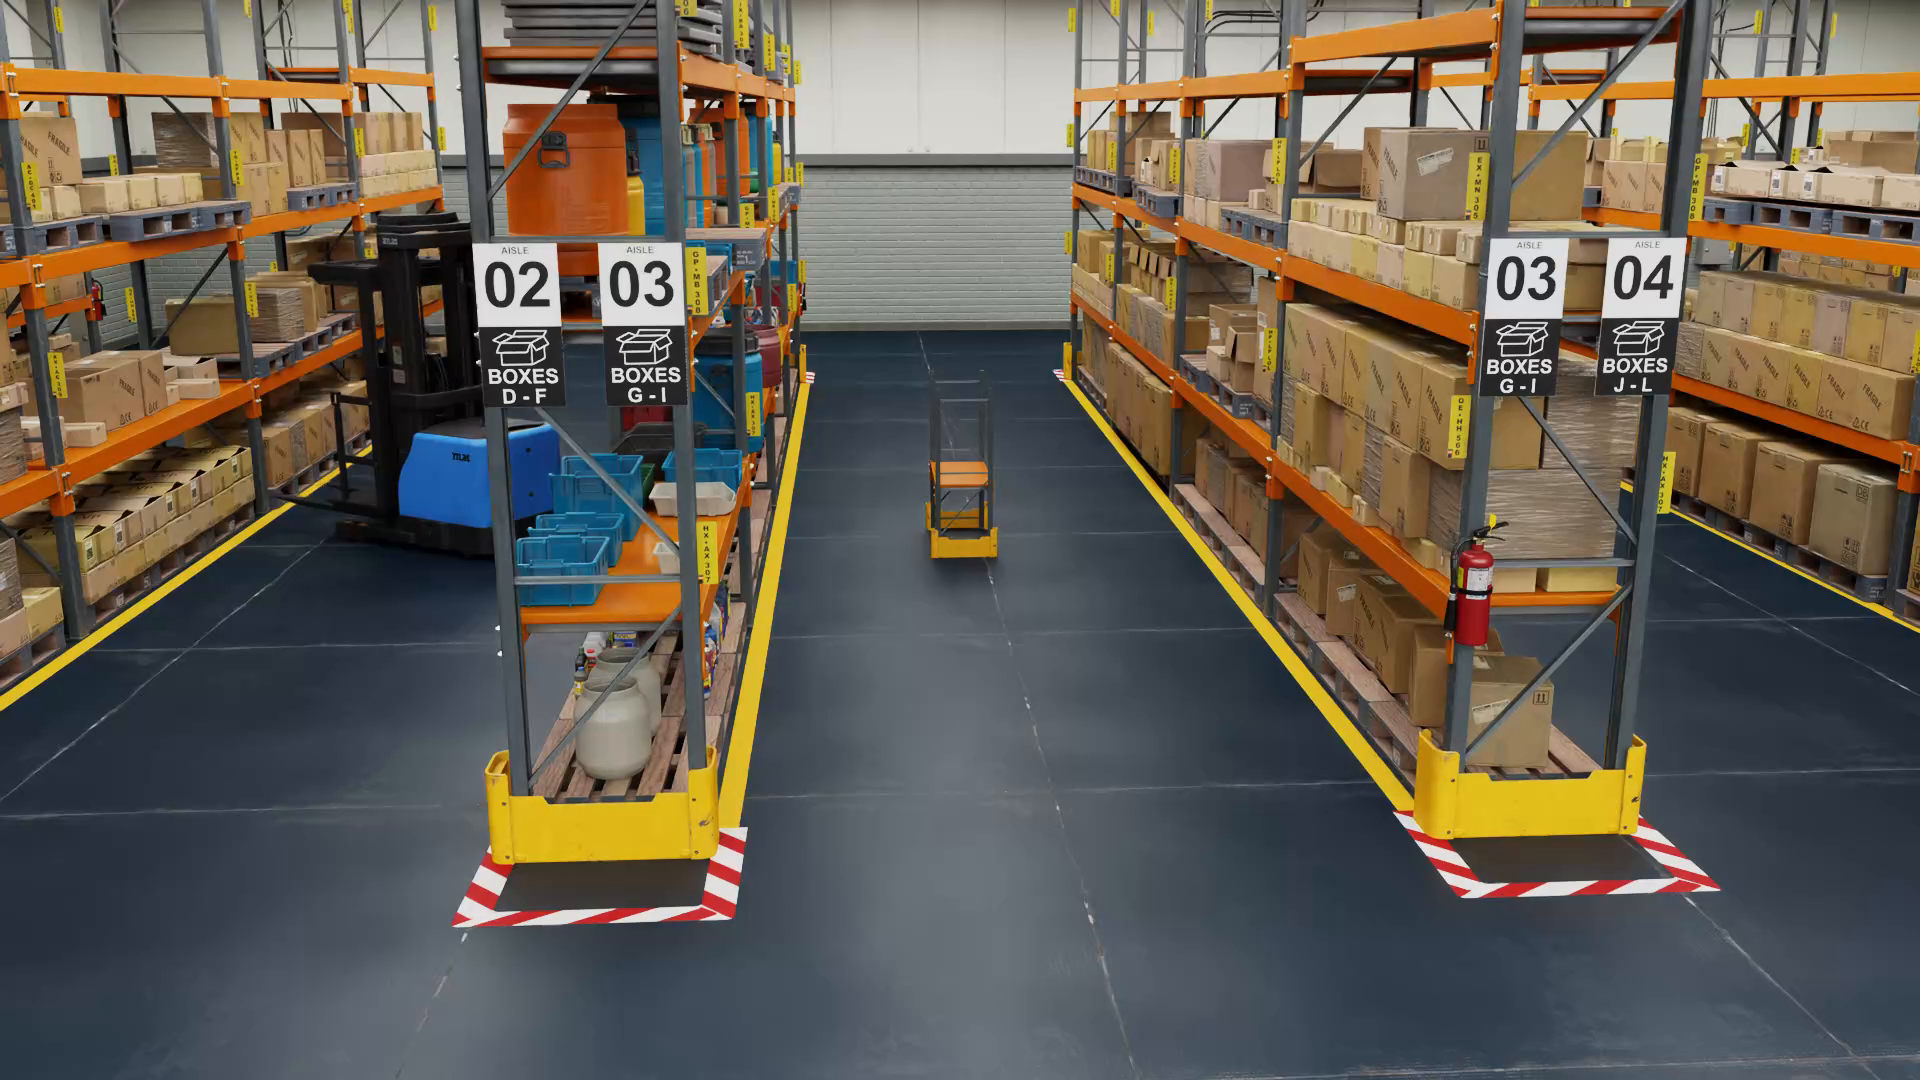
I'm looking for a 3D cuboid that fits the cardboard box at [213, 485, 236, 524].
[{"bbox_3d":[-6.957,-0.324,15.164,0.500,0.250,0.500,-1,14,-4],"label":"cardboard box"}]

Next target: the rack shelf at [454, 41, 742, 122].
[{"bbox_3d":[-1.953,-2.654,9.751,1.077,0.370,4.000,-1,14,-3],"label":"rack shelf"}]

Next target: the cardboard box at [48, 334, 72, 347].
[{"bbox_3d":[-12.375,-2.725,22.692,0.380,0.149,0.250,-1,14,-4],"label":"cardboard box"}]

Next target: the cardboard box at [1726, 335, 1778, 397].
[{"bbox_3d":[7.399,-1.591,15.215,0.500,0.500,0.500,-1,14,-3],"label":"cardboard box"}]

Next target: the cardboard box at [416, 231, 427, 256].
[{"bbox_3d":[-7.393,-3.869,22.058,0.500,0.500,0.500,0,14,-2],"label":"cardboard box"}]

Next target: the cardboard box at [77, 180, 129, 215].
[{"bbox_3d":[-7.078,-2.772,13.443,0.500,0.250,0.500,-2,15,-8],"label":"cardboard box"}]

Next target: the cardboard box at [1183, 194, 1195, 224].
[{"bbox_3d":[2.394,-3.118,15.632,0.500,0.250,0.500,-1,14,-2],"label":"cardboard box"}]

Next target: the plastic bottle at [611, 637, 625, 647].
[{"bbox_3d":[-2.273,0.748,11.058,0.097,0.201,0.097,0,14,0],"label":"plastic bottle"}]

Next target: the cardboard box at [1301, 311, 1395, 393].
[{"bbox_3d":[2.674,-1.301,11.482,0.500,0.500,0.500,-1,14,-3],"label":"cardboard box"}]

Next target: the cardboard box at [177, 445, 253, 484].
[{"bbox_3d":[-6.990,-0.724,15.594,0.500,0.311,0.500,-1,14,-2],"label":"cardboard box"}]

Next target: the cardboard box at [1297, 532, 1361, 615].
[{"bbox_3d":[2.852,0.243,12.460,0.500,0.500,0.500,-1,14,-5],"label":"cardboard box"}]

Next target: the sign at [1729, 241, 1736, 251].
[{"bbox_3d":[11.460,-4.452,24.638,0.100,0.325,0.005,-1,14,-3],"label":"sign"}]

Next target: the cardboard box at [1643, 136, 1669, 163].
[{"bbox_3d":[7.245,-4.006,17.045,0.396,0.266,0.258,-1,14,-3],"label":"cardboard box"}]

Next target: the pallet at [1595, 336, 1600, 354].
[{"bbox_3d":[7.425,-1.993,17.363,1.213,0.211,1.003,-1,14,-3],"label":"pallet"}]

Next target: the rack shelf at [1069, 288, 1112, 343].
[{"bbox_3d":[2.247,-3.003,22.345,1.077,0.370,4.000,-1,14,-3],"label":"rack shelf"}]

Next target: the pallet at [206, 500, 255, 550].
[{"bbox_3d":[-7.256,-0.151,15.415,1.003,0.211,1.213,-1,14,-3],"label":"pallet"}]

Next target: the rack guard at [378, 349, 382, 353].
[{"bbox_3d":[-7.759,-2.467,23.836,1.175,0.500,0.348,-1,14,-3],"label":"rack guard"}]

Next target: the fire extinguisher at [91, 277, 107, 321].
[{"bbox_3d":[-12.257,-3.446,23.527,0.296,0.674,0.183,-1,14,-3],"label":"fire extinguisher"}]

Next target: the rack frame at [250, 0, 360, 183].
[{"bbox_3d":[-7.516,-5.607,18.984,1.000,3.000,0.127,-1,14,-3],"label":"rack frame"}]

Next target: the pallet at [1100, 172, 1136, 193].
[{"bbox_3d":[2.331,-4.467,20.751,1.003,0.211,1.213,-1,14,-3],"label":"pallet"}]

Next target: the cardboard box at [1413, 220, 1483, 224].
[{"bbox_3d":[2.830,-1.765,9.573,0.380,0.149,0.250,-1,14,-3],"label":"cardboard box"}]

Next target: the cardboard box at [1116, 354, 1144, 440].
[{"bbox_3d":[2.487,-1.647,19.054,1.225,0.875,0.875,-1,14,-5],"label":"cardboard box"}]

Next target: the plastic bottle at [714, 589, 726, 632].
[{"bbox_3d":[-1.737,0.485,11.777,0.144,0.351,0.185,-2,15,-6],"label":"plastic bottle"}]

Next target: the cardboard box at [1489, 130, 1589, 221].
[{"bbox_3d":[3.292,-2.130,9.689,0.500,0.500,0.500,-1,14,-4],"label":"cardboard box"}]

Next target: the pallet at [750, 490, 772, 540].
[{"bbox_3d":[-2.315,-0.239,15.755,1.003,0.211,1.213,-1,14,-3],"label":"pallet"}]

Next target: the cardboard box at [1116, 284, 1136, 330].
[{"bbox_3d":[2.150,-2.784,19.851,0.500,0.500,0.500,-1,14,-3],"label":"cardboard box"}]

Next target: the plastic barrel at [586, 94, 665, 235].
[{"bbox_3d":[-2.122,-2.438,10.836,0.600,0.901,0.708,-1,14,-3],"label":"plastic barrel"}]

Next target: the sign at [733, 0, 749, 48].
[{"bbox_3d":[-1.527,-3.598,11.594,0.100,0.325,0.005,-1,14,-3],"label":"sign"}]

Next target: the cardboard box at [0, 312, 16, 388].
[{"bbox_3d":[-6.987,-1.279,11.396,0.700,0.500,0.500,-1,14,-3],"label":"cardboard box"}]

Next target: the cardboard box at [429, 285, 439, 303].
[{"bbox_3d":[-7.429,-3.509,22.668,0.500,0.500,0.500,-1,14,-3],"label":"cardboard box"}]

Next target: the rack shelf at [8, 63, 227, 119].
[{"bbox_3d":[-7.145,-3.573,13.324,1.077,0.370,4.000,-1,14,-3],"label":"rack shelf"}]

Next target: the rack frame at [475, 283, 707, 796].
[{"bbox_3d":[-1.829,0.207,8.426,1.000,3.000,0.127,-1,14,-3],"label":"rack frame"}]

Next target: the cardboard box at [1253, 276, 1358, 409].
[{"bbox_3d":[2.957,-1.558,13.239,1.000,1.000,1.000,-1,14,-3],"label":"cardboard box"}]

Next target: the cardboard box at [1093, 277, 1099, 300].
[{"bbox_3d":[2.016,-3.287,21.709,0.500,0.250,0.500,-1,14,-2],"label":"cardboard box"}]

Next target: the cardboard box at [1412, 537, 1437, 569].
[{"bbox_3d":[2.809,0.061,9.498,0.380,0.149,0.250,-1,14,-3],"label":"cardboard box"}]

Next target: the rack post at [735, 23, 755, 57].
[{"bbox_3d":[-2.410,-4.831,16.119,0.954,0.300,0.937,-1,14,-3],"label":"rack post"}]

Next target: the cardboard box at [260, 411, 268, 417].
[{"bbox_3d":[-7.592,-1.067,17.512,0.500,0.500,0.500,-1,14,-5],"label":"cardboard box"}]

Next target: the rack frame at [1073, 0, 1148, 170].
[{"bbox_3d":[2.123,-6.754,23.441,1.000,3.000,0.127,-1,14,-3],"label":"rack frame"}]

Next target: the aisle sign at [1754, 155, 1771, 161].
[{"bbox_3d":[11.720,-5.274,24.512,0.394,0.787,0.004,-1,14,-3],"label":"aisle sign"}]

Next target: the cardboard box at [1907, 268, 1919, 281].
[{"bbox_3d":[12.003,-3.426,20.338,0.500,0.500,0.500,-1,14,-3],"label":"cardboard box"}]

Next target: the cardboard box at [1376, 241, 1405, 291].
[{"bbox_3d":[2.774,-1.617,9.797,0.500,0.250,0.500,-1,14,-2],"label":"cardboard box"}]

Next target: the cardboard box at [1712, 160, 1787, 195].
[{"bbox_3d":[7.401,-3.389,15.516,0.500,0.311,0.500,-1,14,-3],"label":"cardboard box"}]

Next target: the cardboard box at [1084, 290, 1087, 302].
[{"bbox_3d":[1.898,-3.314,22.615,0.380,0.149,0.250,-1,14,-4],"label":"cardboard box"}]

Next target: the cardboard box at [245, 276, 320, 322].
[{"bbox_3d":[-7.604,-2.663,18.535,0.700,0.500,0.500,1,14,5],"label":"cardboard box"}]

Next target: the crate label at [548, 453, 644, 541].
[{"bbox_3d":[-2.213,-0.264,10.185,0.502,0.435,0.616,-1,14,-3],"label":"crate label"}]

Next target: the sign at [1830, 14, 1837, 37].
[{"bbox_3d":[12.557,-7.403,23.929,0.100,0.325,0.005,-1,14,-3],"label":"sign"}]

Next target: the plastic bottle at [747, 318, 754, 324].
[{"bbox_3d":[-2.264,-2.220,17.959,0.144,0.351,0.185,-1,14,-3],"label":"plastic bottle"}]

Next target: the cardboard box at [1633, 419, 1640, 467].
[{"bbox_3d":[7.274,-1.063,17.536,0.500,0.500,0.500,-1,14,-4],"label":"cardboard box"}]

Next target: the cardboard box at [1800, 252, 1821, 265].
[{"bbox_3d":[11.870,-4.030,22.687,0.500,0.500,0.500,-1,14,-3],"label":"cardboard box"}]

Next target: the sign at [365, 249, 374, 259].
[{"bbox_3d":[-6.963,-3.272,19.624,0.100,0.325,0.005,-1,14,-3],"label":"sign"}]

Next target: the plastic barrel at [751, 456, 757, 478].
[{"bbox_3d":[-2.372,-1.057,16.849,0.600,0.830,0.708,-1,14,-3],"label":"plastic barrel"}]

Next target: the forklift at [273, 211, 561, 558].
[{"bbox_3d":[-5.151,-1.514,15.252,3.031,2.935,1.130,8,17,29],"label":"forklift"}]

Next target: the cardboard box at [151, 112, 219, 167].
[{"bbox_3d":[-7.289,-3.801,15.777,0.500,0.500,0.500,-1,14,-3],"label":"cardboard box"}]

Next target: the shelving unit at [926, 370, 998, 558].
[{"bbox_3d":[0.005,-0.707,14.989,0.587,1.500,1.083,-1,14,-3],"label":"shelving unit"}]

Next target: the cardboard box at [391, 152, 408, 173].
[{"bbox_3d":[-7.382,-4.822,21.250,0.500,0.250,0.500,-1,14,-3],"label":"cardboard box"}]

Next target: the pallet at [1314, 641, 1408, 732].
[{"bbox_3d":[3.022,0.957,11.108,1.003,0.211,1.213,-1,14,-3],"label":"pallet"}]
